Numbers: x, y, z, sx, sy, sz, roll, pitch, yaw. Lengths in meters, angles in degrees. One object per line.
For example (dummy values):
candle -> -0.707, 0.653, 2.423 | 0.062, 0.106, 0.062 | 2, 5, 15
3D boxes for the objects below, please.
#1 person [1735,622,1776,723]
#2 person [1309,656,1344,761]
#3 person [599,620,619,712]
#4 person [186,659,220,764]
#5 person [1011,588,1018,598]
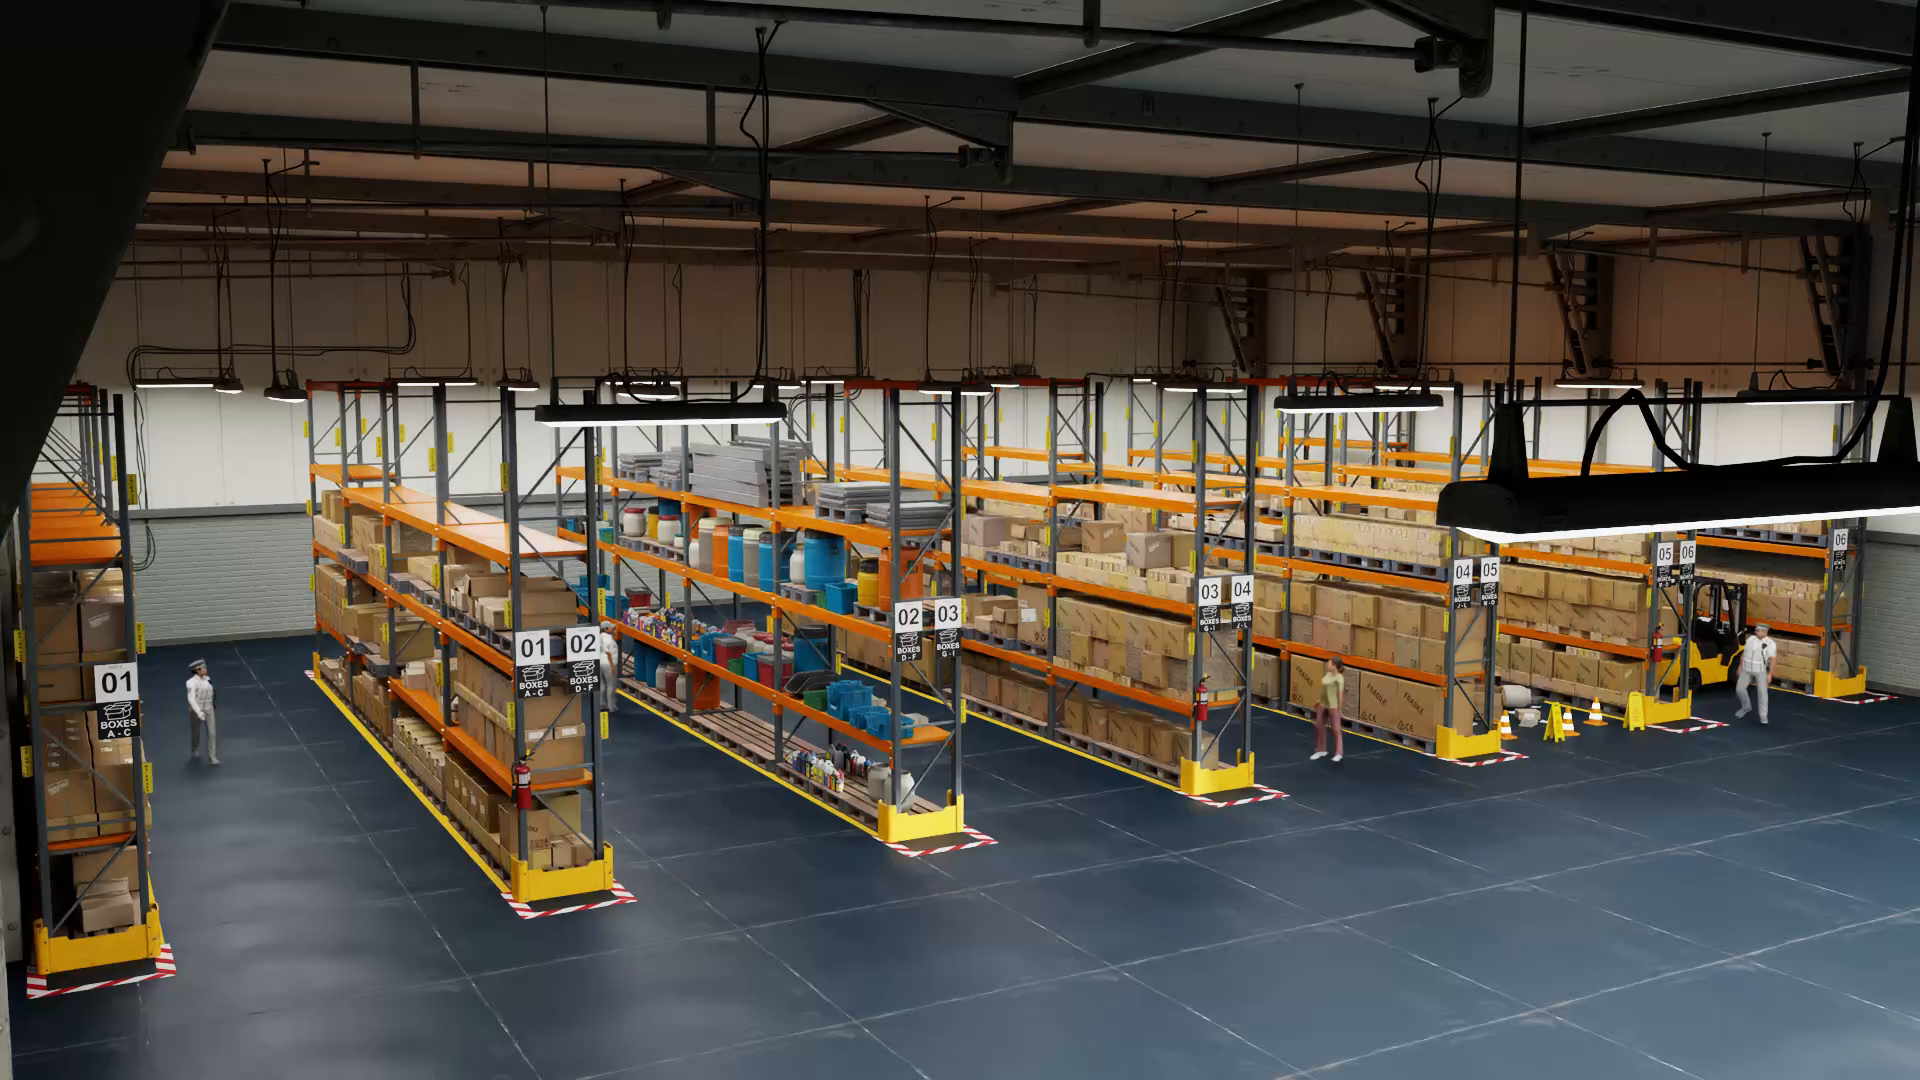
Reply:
person -> 14.093, 2.328, 29.448 | 0.629, 1.774, 0.485 | 5, 8, 38
person -> 5.873, 2.685, 26.514 | 0.393, 1.704, 0.597 | -4, 7, -34
person -> -6.388, 2.285, 30.230 | 0.421, 1.670, 0.554 | -4, 7, -34
person -> -12.021, 2.696, 26.367 | 0.427, 1.627, 0.958 | -4, 7, -35
person -> 1.579, 0.941, 42.544 | 1.057, 1.744, 0.704 | -2, 6, -20
